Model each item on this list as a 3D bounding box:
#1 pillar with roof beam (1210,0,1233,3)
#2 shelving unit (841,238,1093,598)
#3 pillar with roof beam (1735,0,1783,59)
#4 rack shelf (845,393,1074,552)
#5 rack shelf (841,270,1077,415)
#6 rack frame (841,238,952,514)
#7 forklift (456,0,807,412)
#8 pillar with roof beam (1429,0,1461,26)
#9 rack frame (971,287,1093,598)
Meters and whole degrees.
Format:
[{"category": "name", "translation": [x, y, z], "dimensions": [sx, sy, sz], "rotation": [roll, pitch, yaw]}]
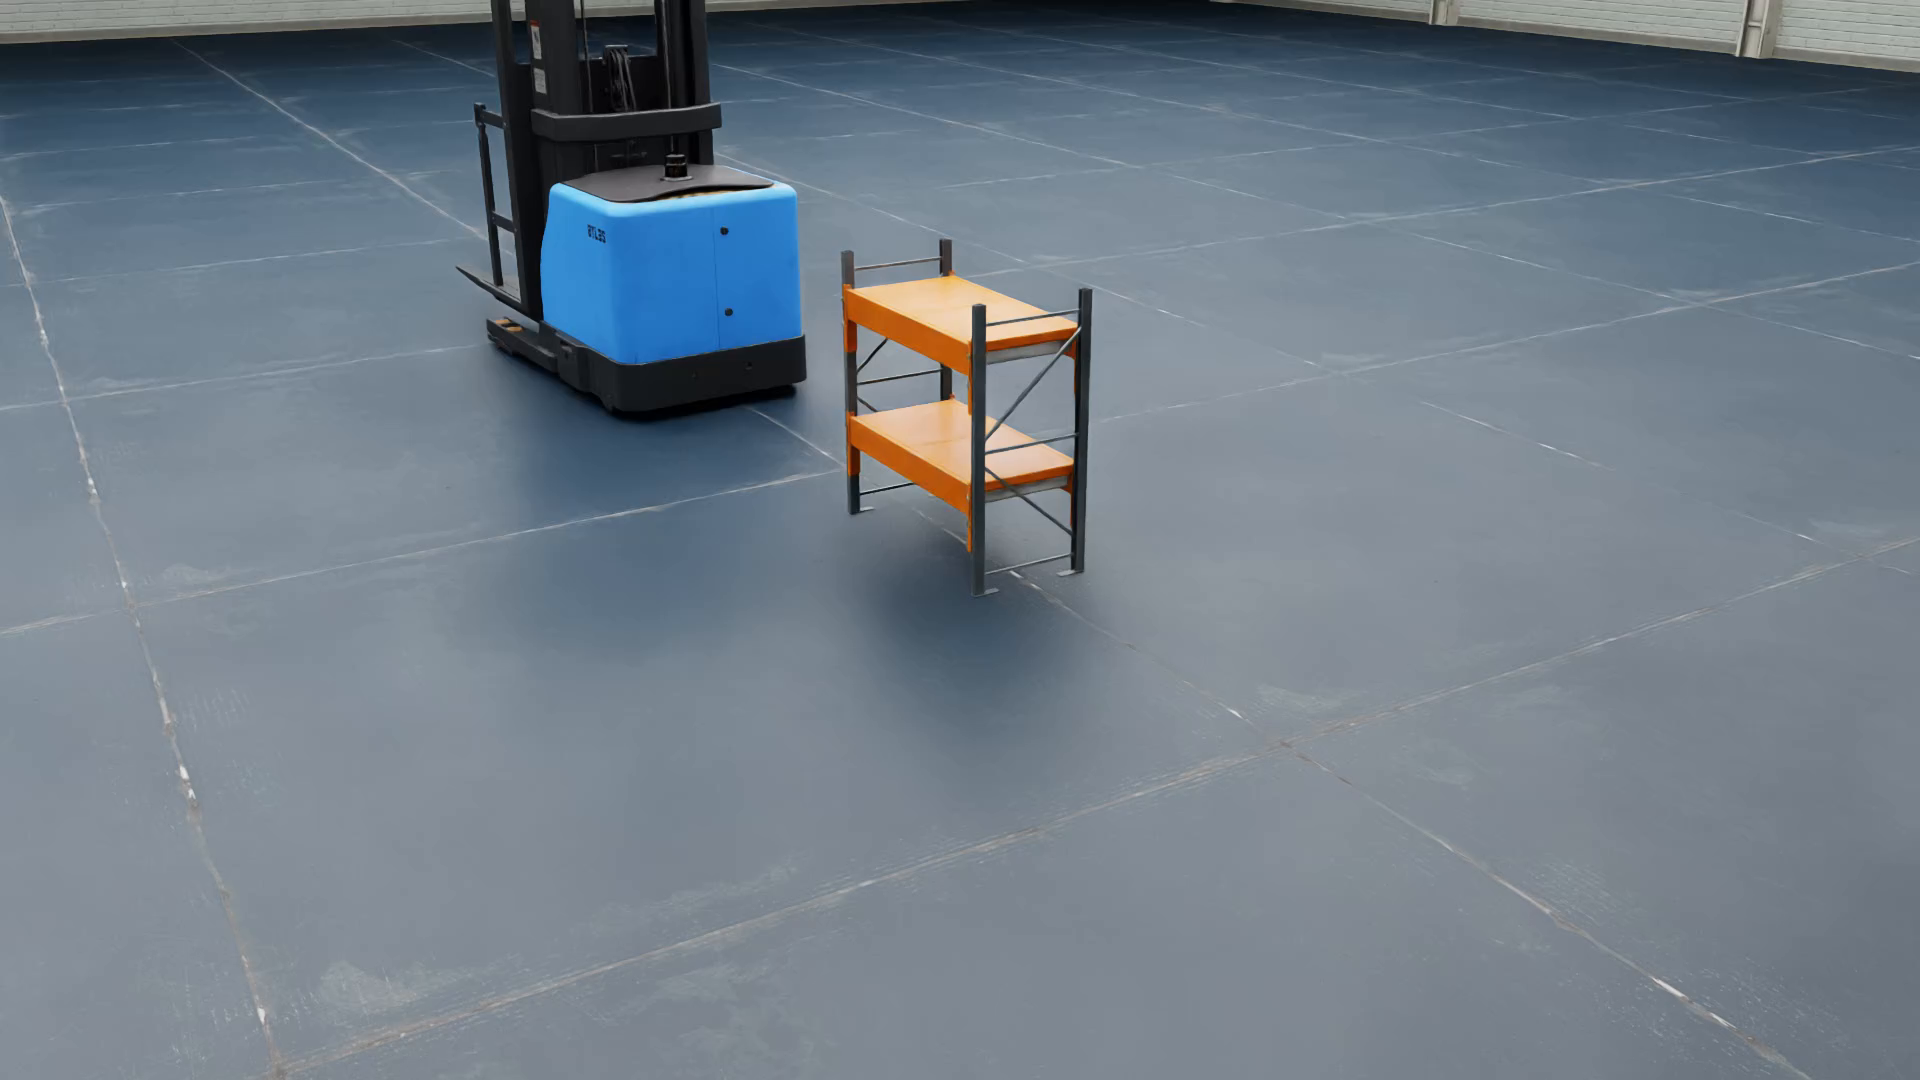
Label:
[{"category": "pillar with roof beam", "translation": [1.560, -14.154, 29.683], "dimensions": [9.100, 9.000, 0.400], "rotation": [-13, 25, -28]}, {"category": "shelving unit", "translation": [0.003, -0.519, 6.594], "dimensions": [0.538, 1.125, 1.048], "rotation": [-13, 25, -28]}, {"category": "pillar with roof beam", "translation": [7.689, -10.269, 20.126], "dimensions": [9.100, 9.000, 0.400], "rotation": [-13, 25, -28]}, {"category": "rack shelf", "translation": [0.003, -0.292, 6.686], "dimensions": [0.538, 0.278, 1.000], "rotation": [-13, 25, -28]}, {"category": "rack shelf", "translation": [0.003, -0.790, 6.484], "dimensions": [0.538, 0.278, 1.000], "rotation": [-13, 25, -28]}, {"category": "rack frame", "translation": [-0.256, -0.683, 6.999], "dimensions": [0.500, 1.125, 0.032], "rotation": [-13, 25, -28]}, {"category": "forklift", "translation": [-2.049, -2.486, 9.036], "dimensions": [1.130, 2.935, 3.031], "rotation": [-14, 26, -32]}, {"category": "pillar with roof beam", "translation": [4.625, -12.212, 24.905], "dimensions": [9.100, 9.000, 0.400], "rotation": [-13, 25, -28]}, {"category": "rack frame", "translation": [0.263, -0.354, 6.189], "dimensions": [0.500, 1.125, 0.032], "rotation": [-13, 25, -28]}]
